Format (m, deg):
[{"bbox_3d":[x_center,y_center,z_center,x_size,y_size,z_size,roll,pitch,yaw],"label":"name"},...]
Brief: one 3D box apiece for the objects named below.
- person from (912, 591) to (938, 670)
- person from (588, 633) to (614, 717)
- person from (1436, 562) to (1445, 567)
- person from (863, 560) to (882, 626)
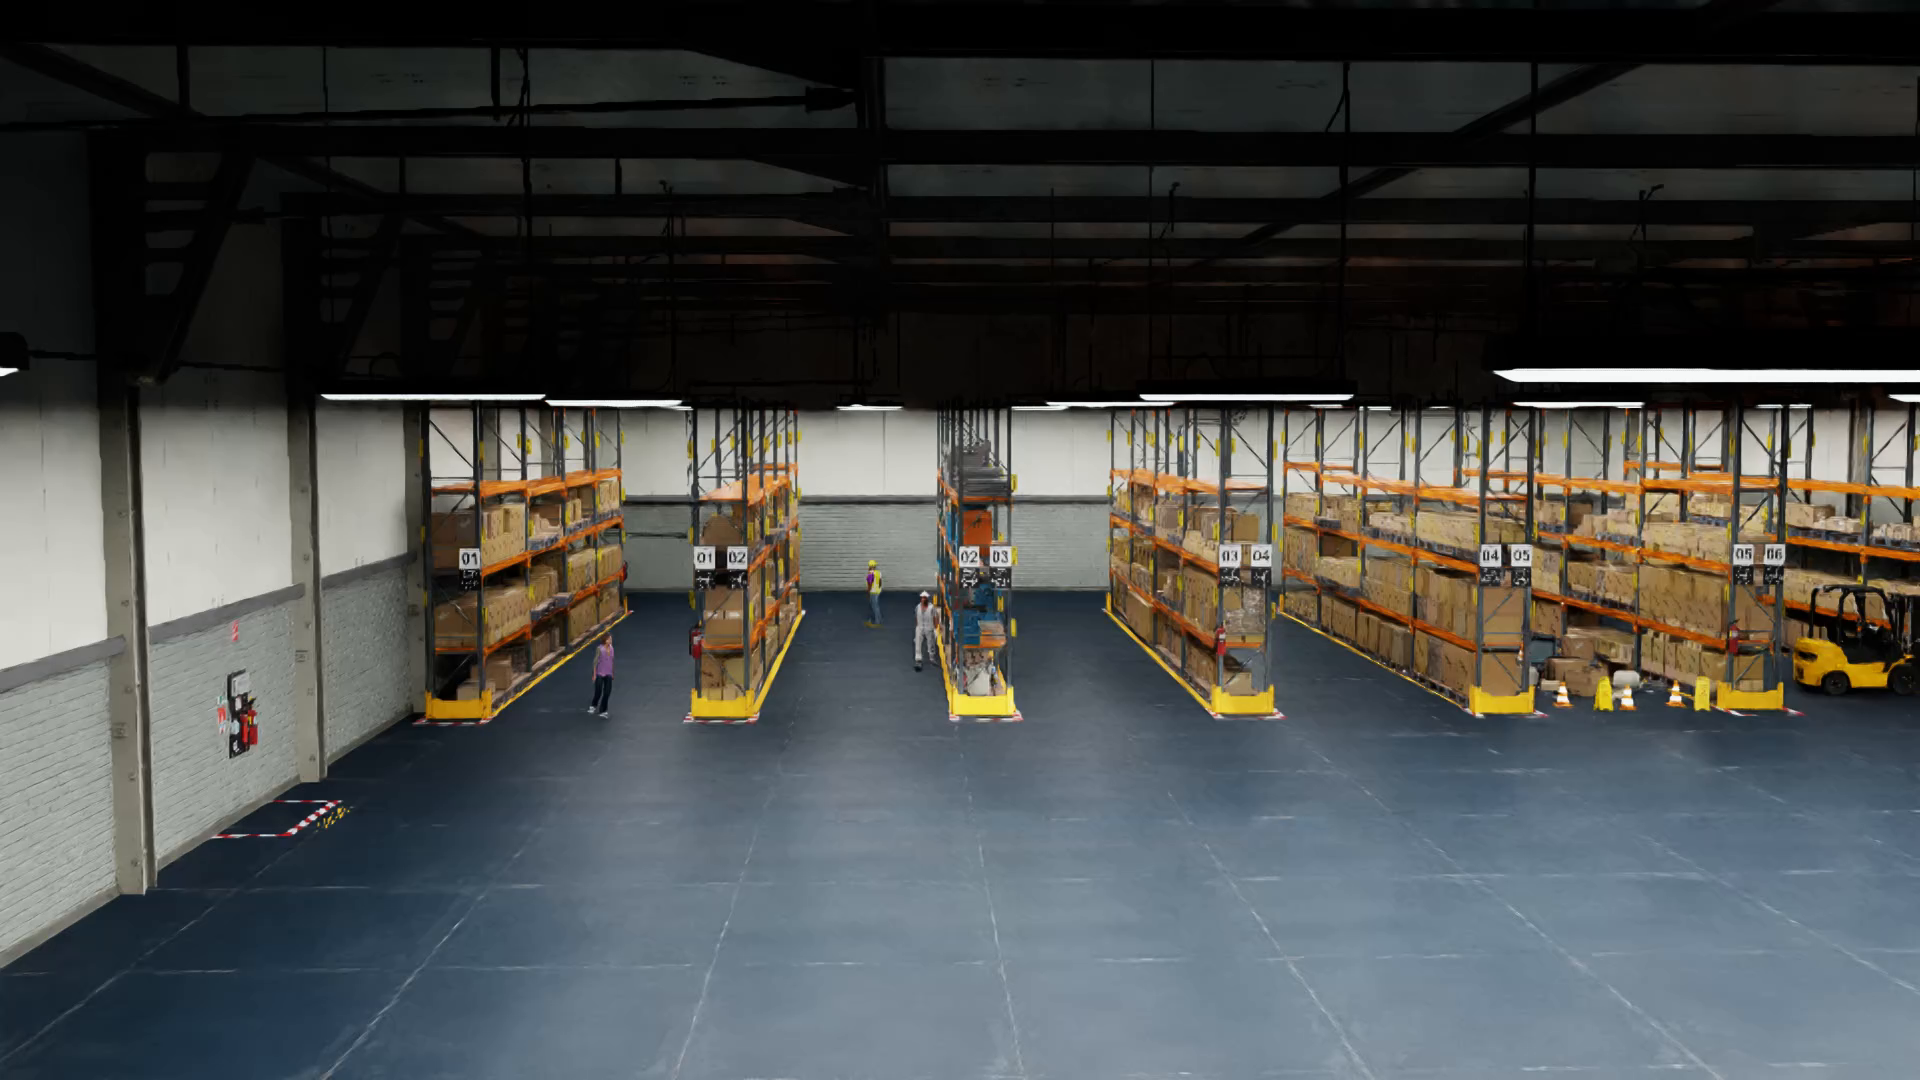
[{"bbox_3d":[-0.752,1.996,37.007,0.577,1.751,0.950,1,5,13],"label":"person"},{"bbox_3d":[-6.723,2.532,31.195,0.476,1.575,0.498,-4,6,-40],"label":"person"},{"bbox_3d":[13.095,1.325,45.373,0.389,1.767,0.657,1,4,8],"label":"person"},{"bbox_3d":[-2.337,1.402,44.370,0.597,1.763,0.690,1,5,17],"label":"person"}]
